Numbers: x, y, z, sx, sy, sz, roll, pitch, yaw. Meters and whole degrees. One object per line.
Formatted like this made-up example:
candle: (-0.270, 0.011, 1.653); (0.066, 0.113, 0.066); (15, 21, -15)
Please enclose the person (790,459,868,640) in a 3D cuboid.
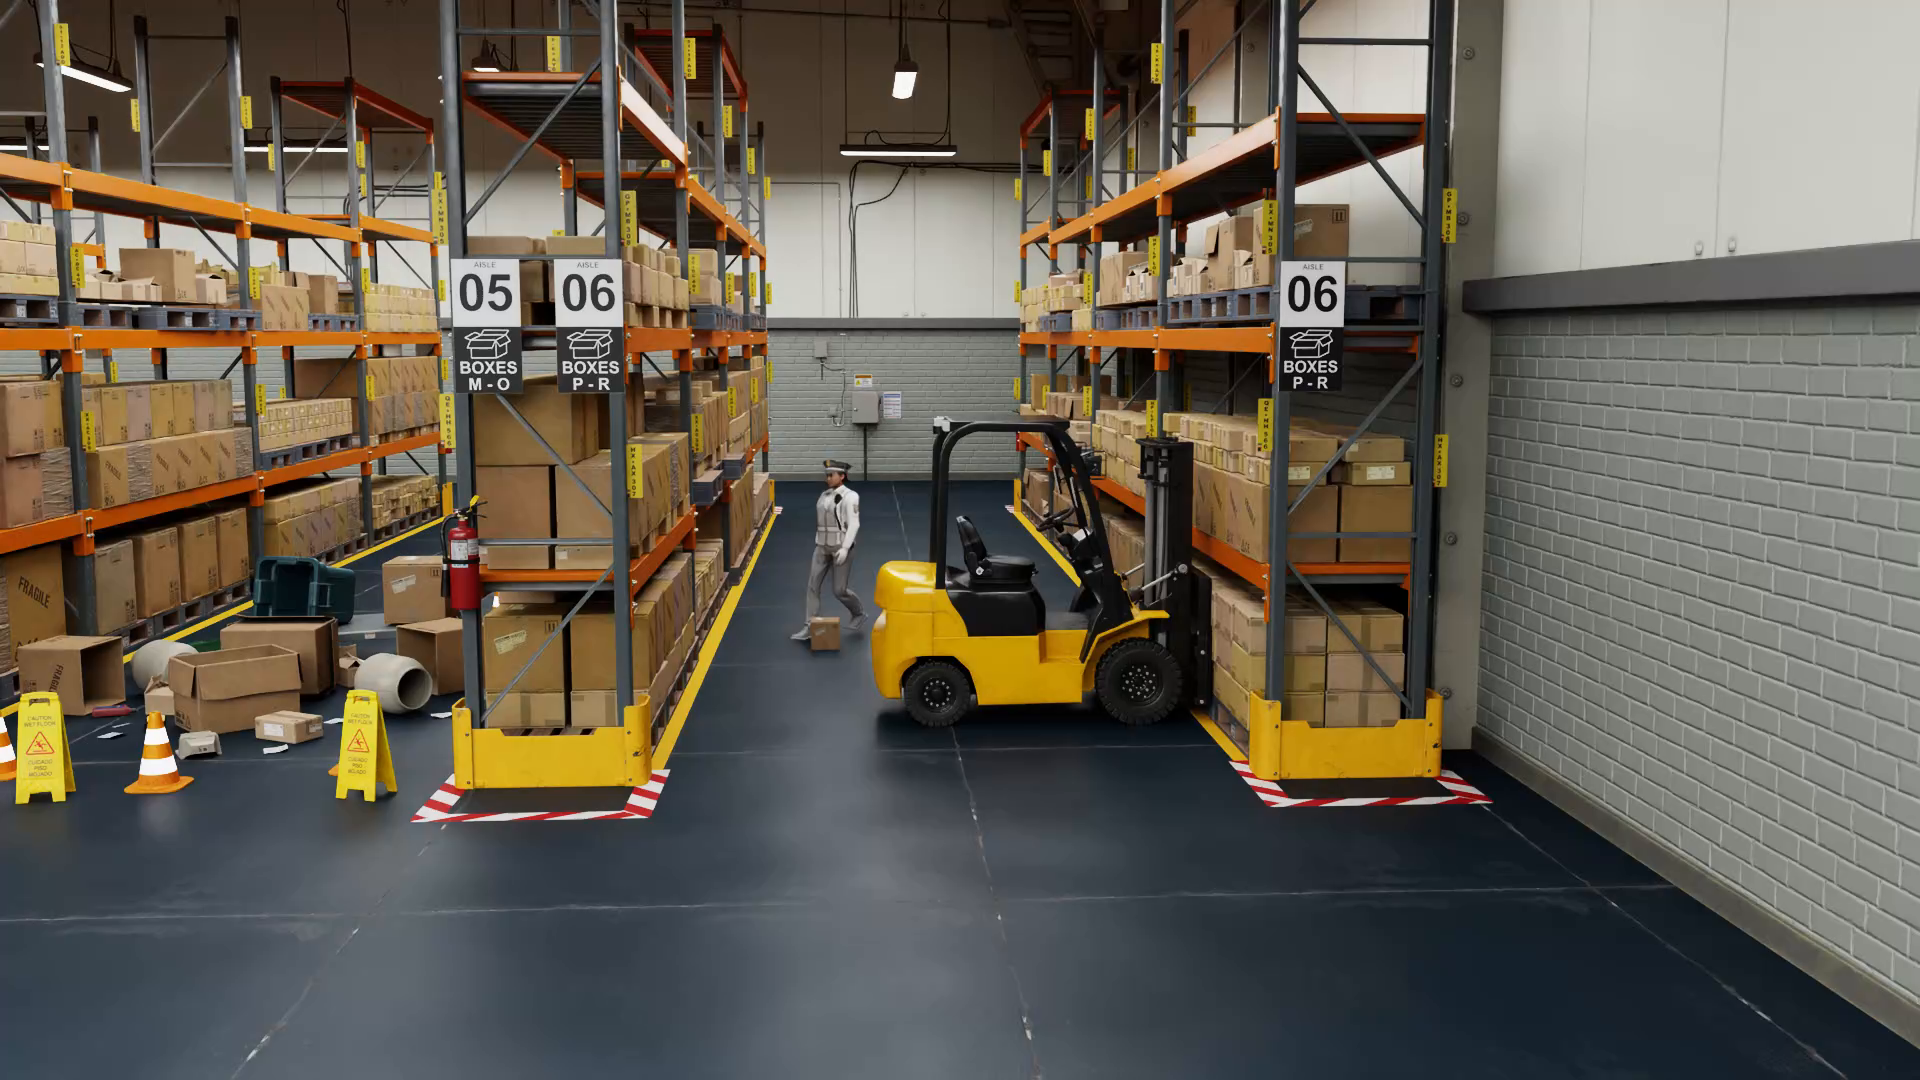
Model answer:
person: (-1.186, 0.081, 15.168); (0.512, 1.627, 0.831); (5, 8, 33)
